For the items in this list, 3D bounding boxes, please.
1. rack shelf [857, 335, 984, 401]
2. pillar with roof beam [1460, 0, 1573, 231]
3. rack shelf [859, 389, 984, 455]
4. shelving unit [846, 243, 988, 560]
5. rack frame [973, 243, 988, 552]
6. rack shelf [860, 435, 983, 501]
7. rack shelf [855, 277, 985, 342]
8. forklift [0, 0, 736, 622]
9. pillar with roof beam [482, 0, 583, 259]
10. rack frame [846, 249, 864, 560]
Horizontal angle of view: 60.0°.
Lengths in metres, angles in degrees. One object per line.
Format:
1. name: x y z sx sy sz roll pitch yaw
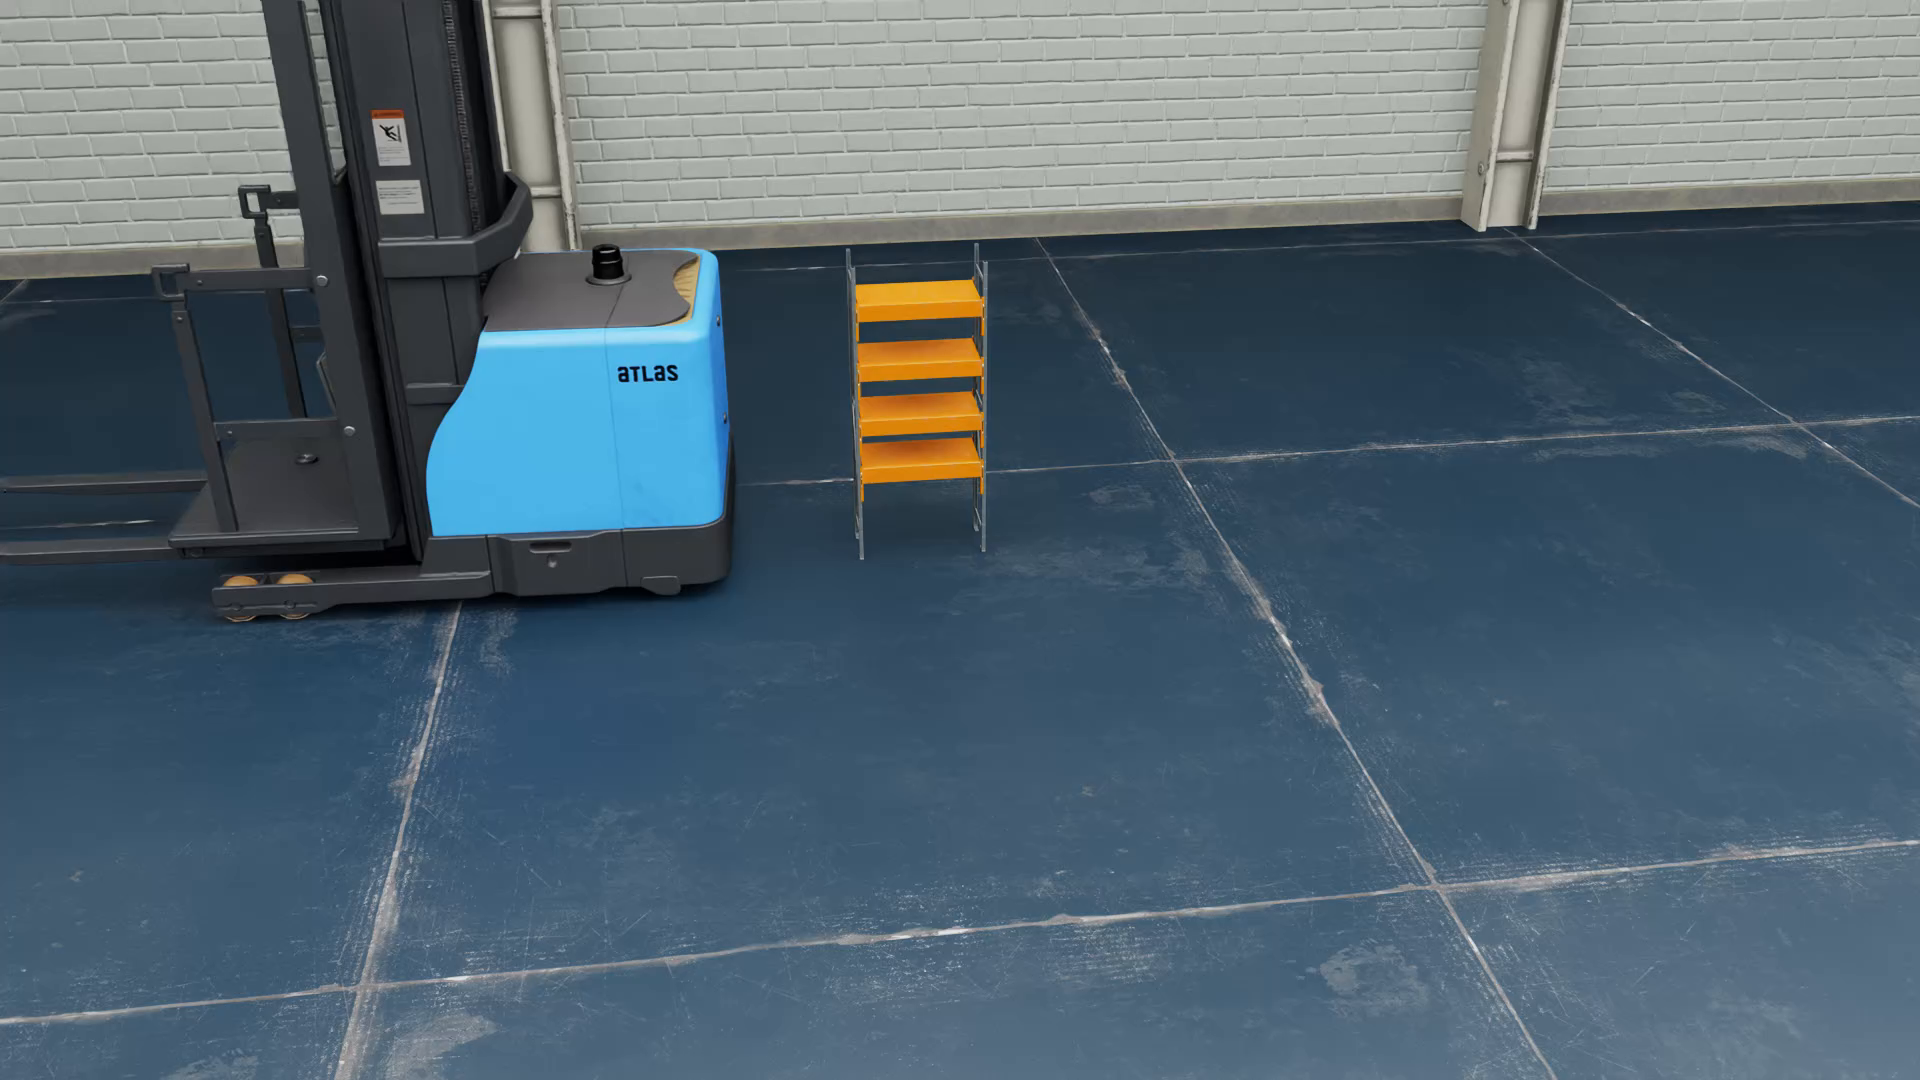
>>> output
1. rack shelf: -0.164 -0.662 6.384 0.480 0.148 0.258 -4 27 -7
2. pillar with roof beam: 4.067 -4.102 4.887 0.400 9.000 9.100 -4 27 -7
3. rack shelf: -0.164 -0.463 6.486 0.480 0.148 0.258 -4 27 -7
4. shelving unit: -0.164 -0.523 6.456 0.503 1.200 0.258 -4 27 -7
5. rack frame: 0.078 -0.539 6.486 0.015 1.200 0.240 -4 27 -7
6. rack shelf: -0.164 -0.287 6.577 0.480 0.148 0.258 -4 27 -7
7. rack shelf: -0.164 -0.873 6.276 0.480 0.148 0.258 -4 27 -7
8. forklift: -2.429 -1.254 5.983 3.031 2.935 1.130 -2 27 -5
9. pillar with roof beam: -1.875 -3.720 4.144 0.400 9.000 9.100 -4 27 -7
10. rack frame: -0.406 -0.508 6.425 0.015 1.200 0.240 -4 27 -7
